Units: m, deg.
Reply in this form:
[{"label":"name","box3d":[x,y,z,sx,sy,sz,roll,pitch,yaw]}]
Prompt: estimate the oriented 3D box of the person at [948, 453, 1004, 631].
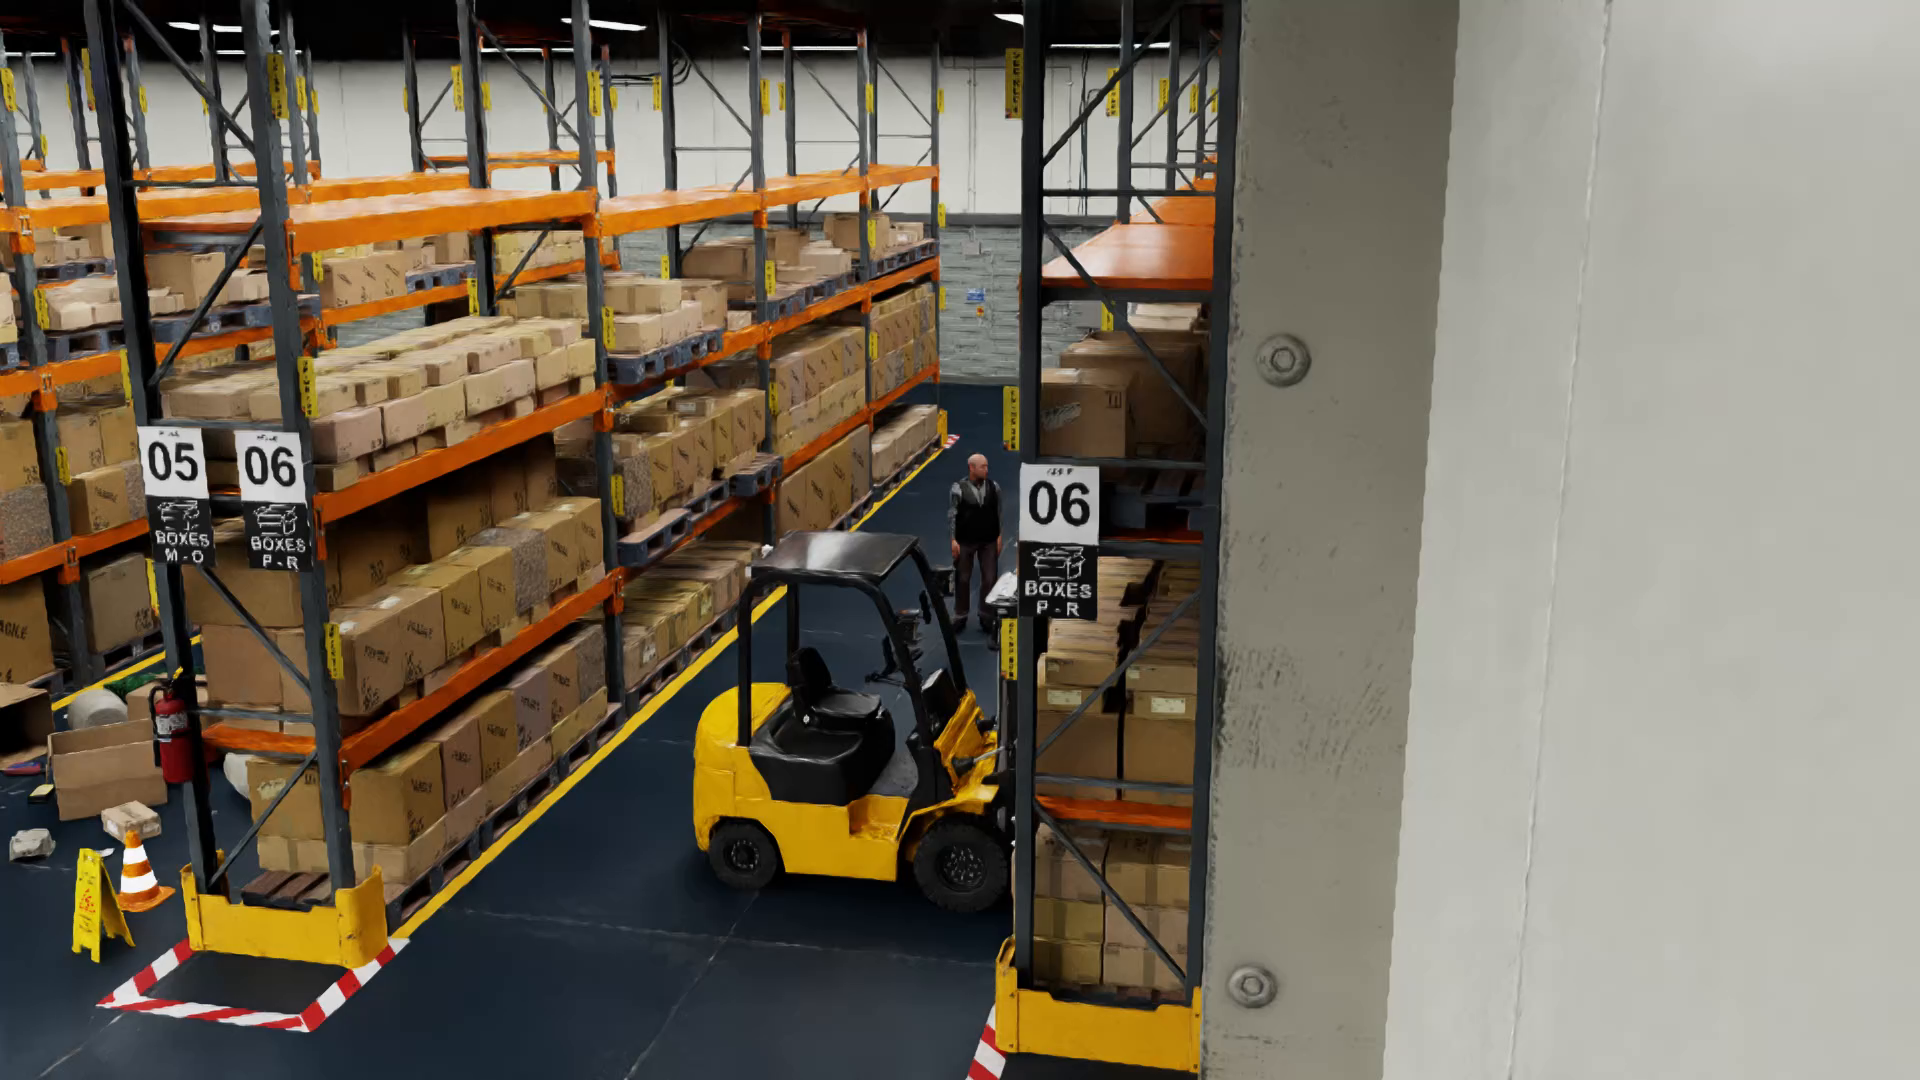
[{"label":"person","box3d":[0.151,0.017,15.933,0.555,1.723,0.362,-4,15,-13]}]
